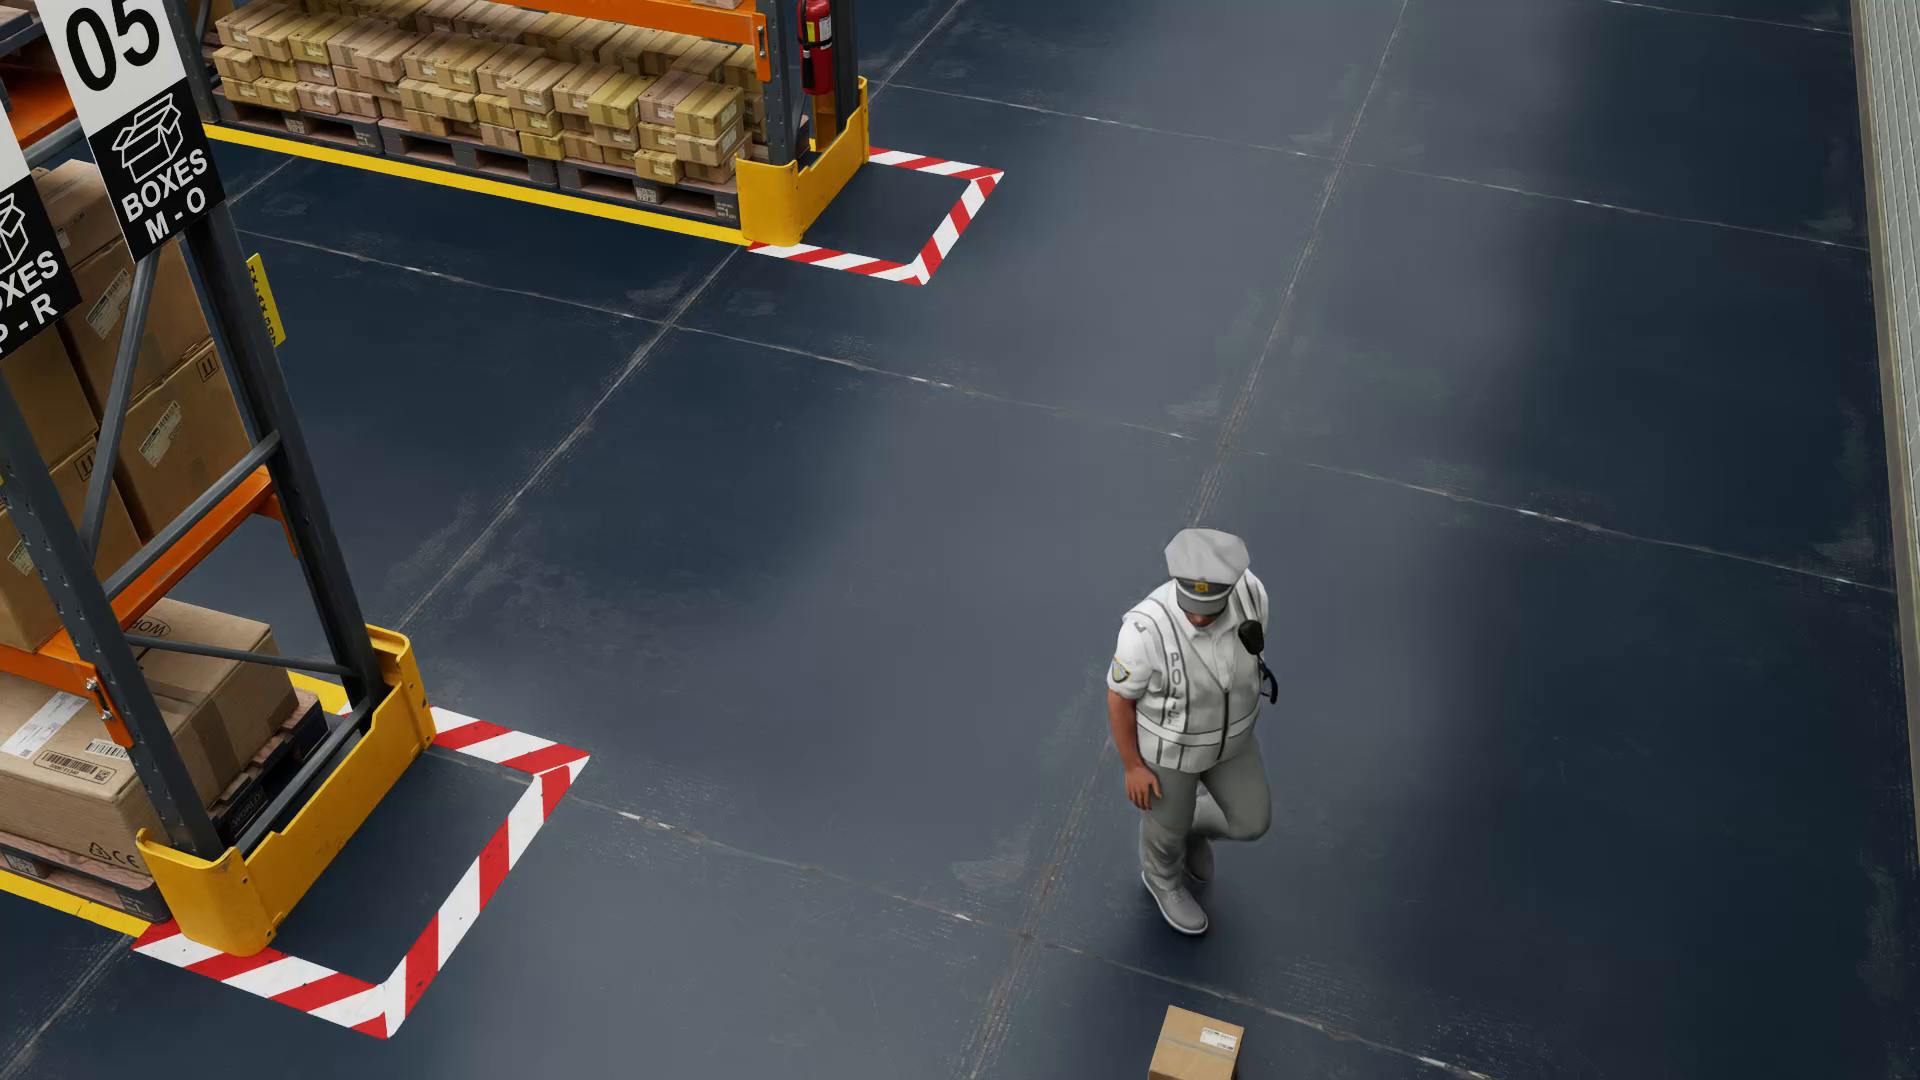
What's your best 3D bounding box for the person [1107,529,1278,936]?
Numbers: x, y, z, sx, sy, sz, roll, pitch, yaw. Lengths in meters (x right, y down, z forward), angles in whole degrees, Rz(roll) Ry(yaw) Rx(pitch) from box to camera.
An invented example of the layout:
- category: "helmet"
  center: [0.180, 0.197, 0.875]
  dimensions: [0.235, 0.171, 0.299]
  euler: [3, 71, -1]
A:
- category: "person"
  center: [0.756, 0.653, 5.414]
  dimensions: [0.599, 1.744, 0.464]
  euler: [-18, 45, -20]
